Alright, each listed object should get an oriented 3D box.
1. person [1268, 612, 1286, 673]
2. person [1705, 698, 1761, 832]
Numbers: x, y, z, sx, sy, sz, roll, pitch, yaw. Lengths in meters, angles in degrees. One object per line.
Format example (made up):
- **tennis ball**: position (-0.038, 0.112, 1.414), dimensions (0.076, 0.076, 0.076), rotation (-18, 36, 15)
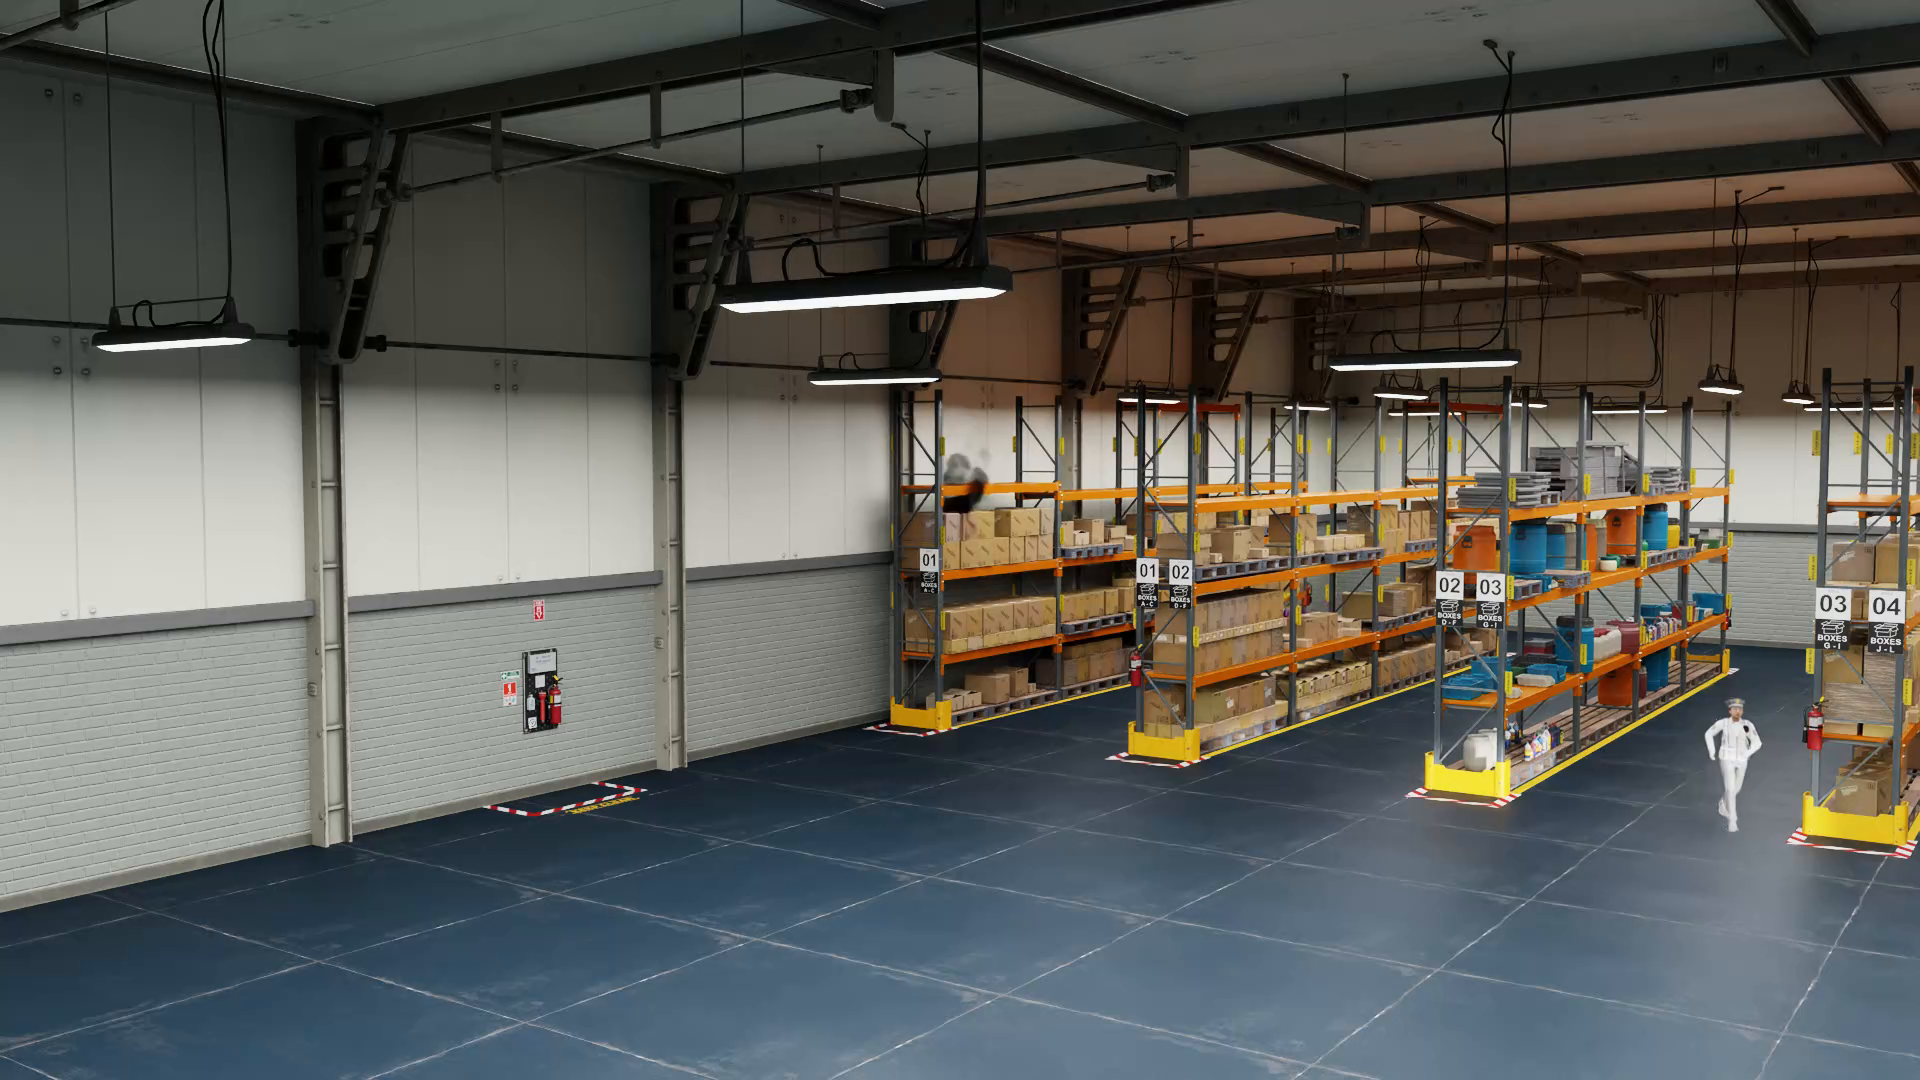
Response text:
- **person**: position (6.704, 2.106, 35.921), dimensions (0.682, 1.762, 0.926), rotation (1, 3, 20)
- **person**: position (10.211, 2.935, 21.944), dimensions (0.644, 1.723, 0.860), rotation (0, 3, 7)
